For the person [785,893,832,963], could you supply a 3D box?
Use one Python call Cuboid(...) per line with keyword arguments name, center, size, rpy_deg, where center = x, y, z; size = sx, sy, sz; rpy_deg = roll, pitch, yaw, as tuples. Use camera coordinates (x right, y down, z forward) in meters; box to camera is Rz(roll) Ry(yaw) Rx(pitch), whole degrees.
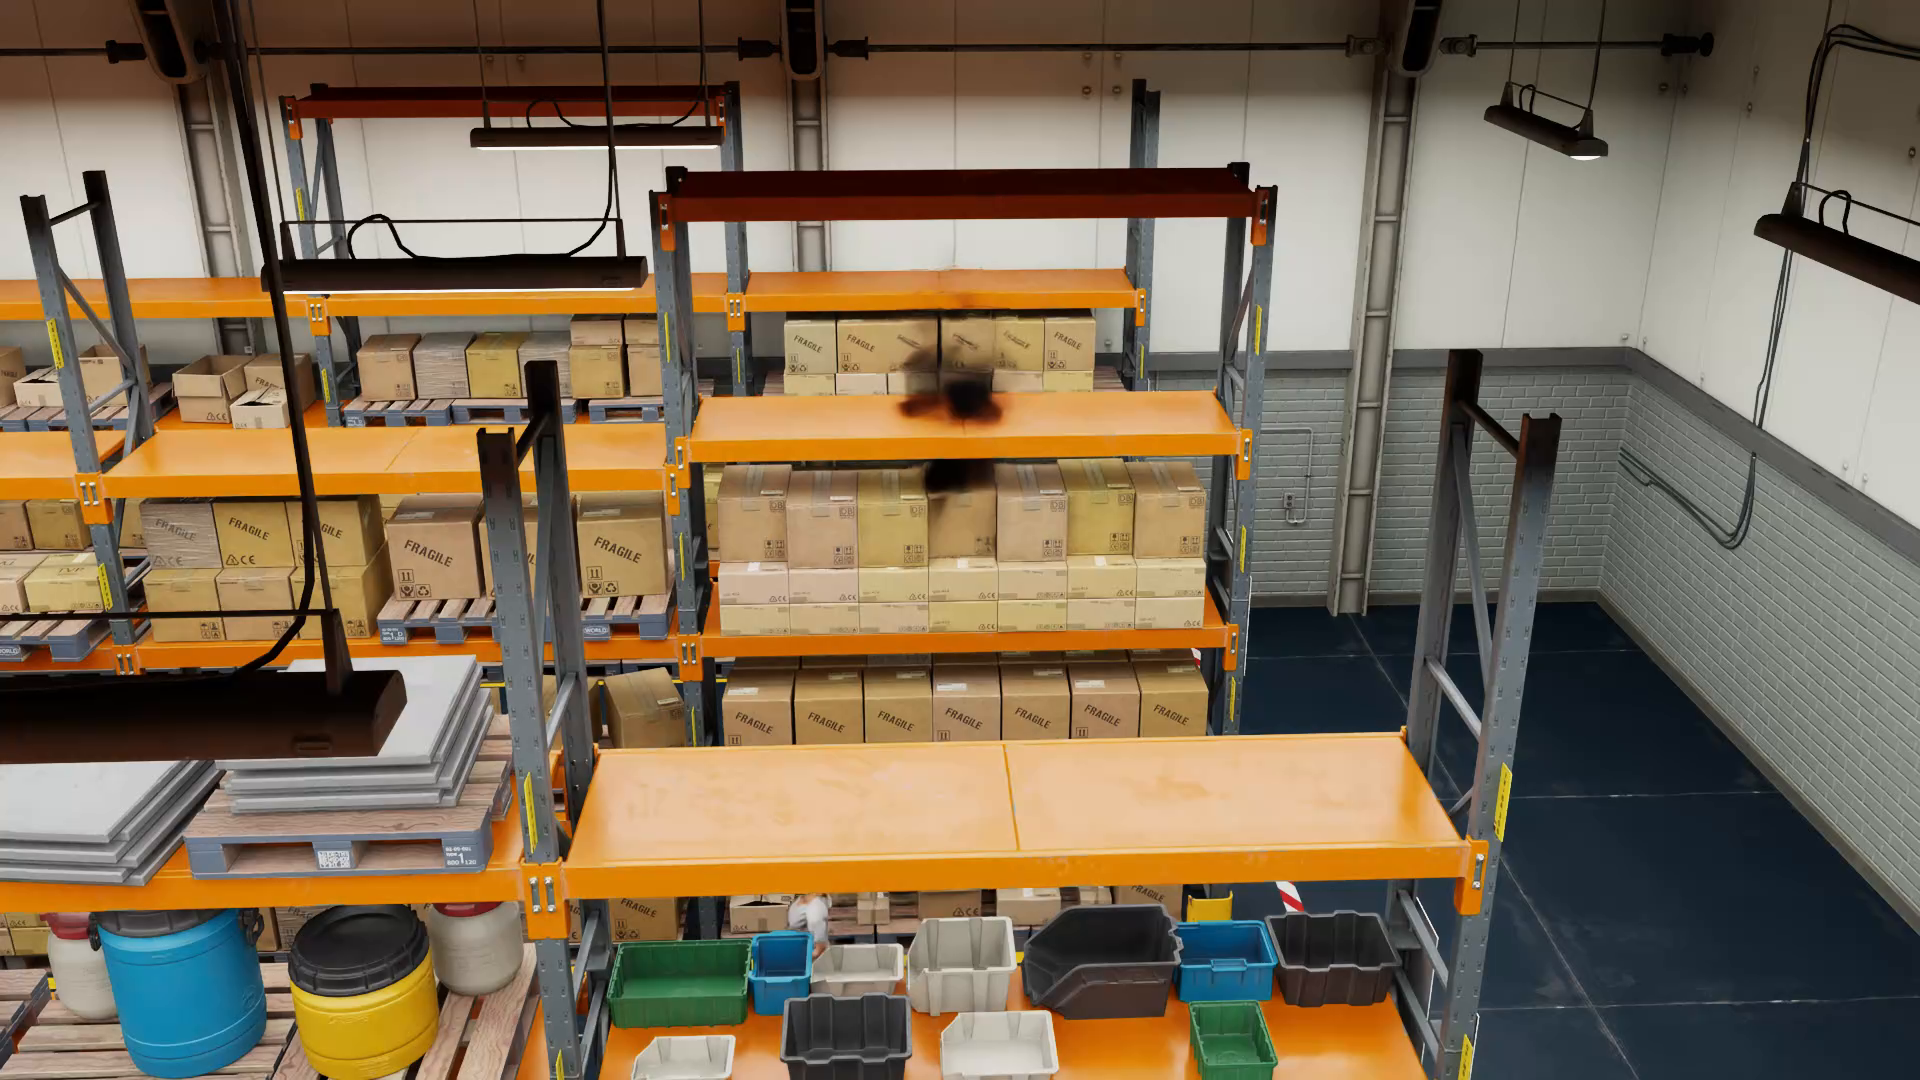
Cuboid(name="person", center=(-0.977, 2.852, 11.175), size=(0.624, 1.643, 0.562), rpy_deg=(-3, 22, -7))
